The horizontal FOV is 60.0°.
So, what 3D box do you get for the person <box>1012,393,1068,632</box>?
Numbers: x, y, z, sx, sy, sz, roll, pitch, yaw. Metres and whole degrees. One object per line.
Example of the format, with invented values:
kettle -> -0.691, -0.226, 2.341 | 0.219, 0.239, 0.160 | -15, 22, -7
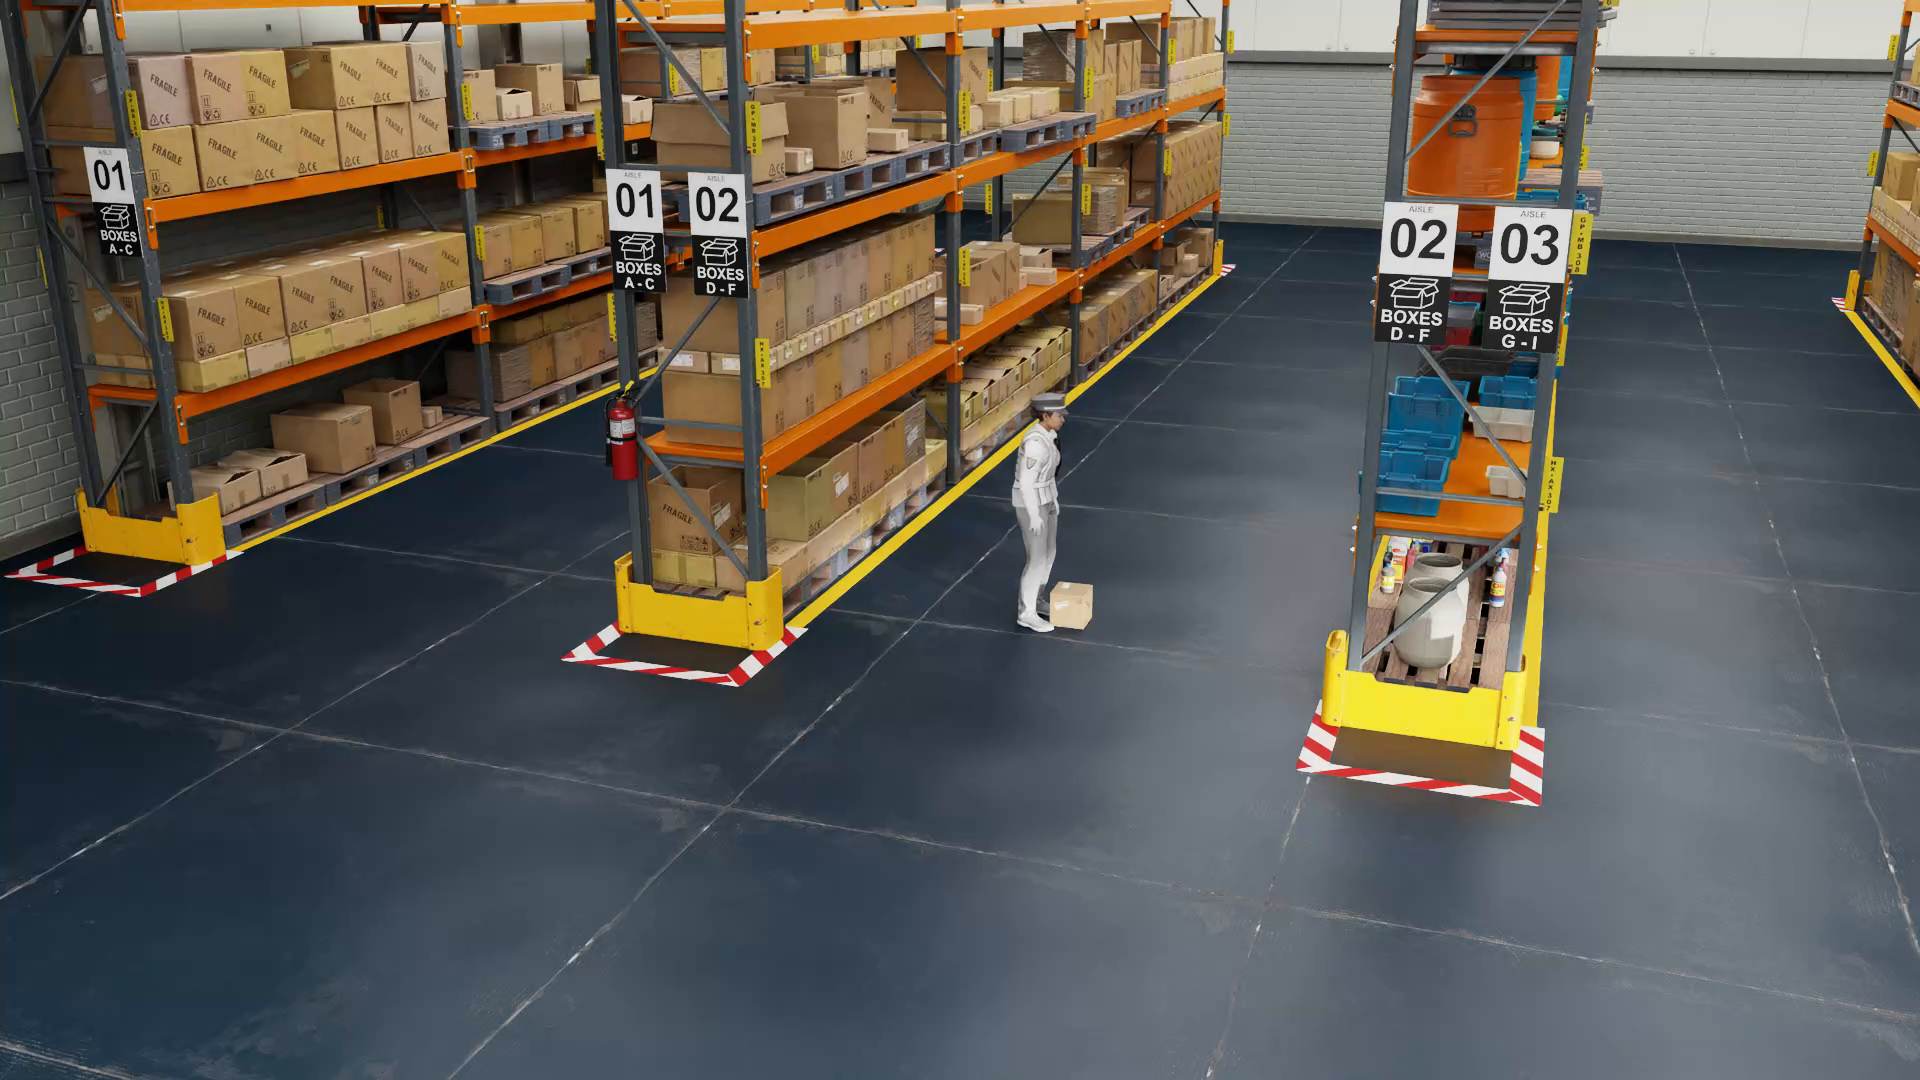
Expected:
person -> 0.563, -0.224, 11.715 | 0.371, 1.663, 0.530 | 7, 20, 19
